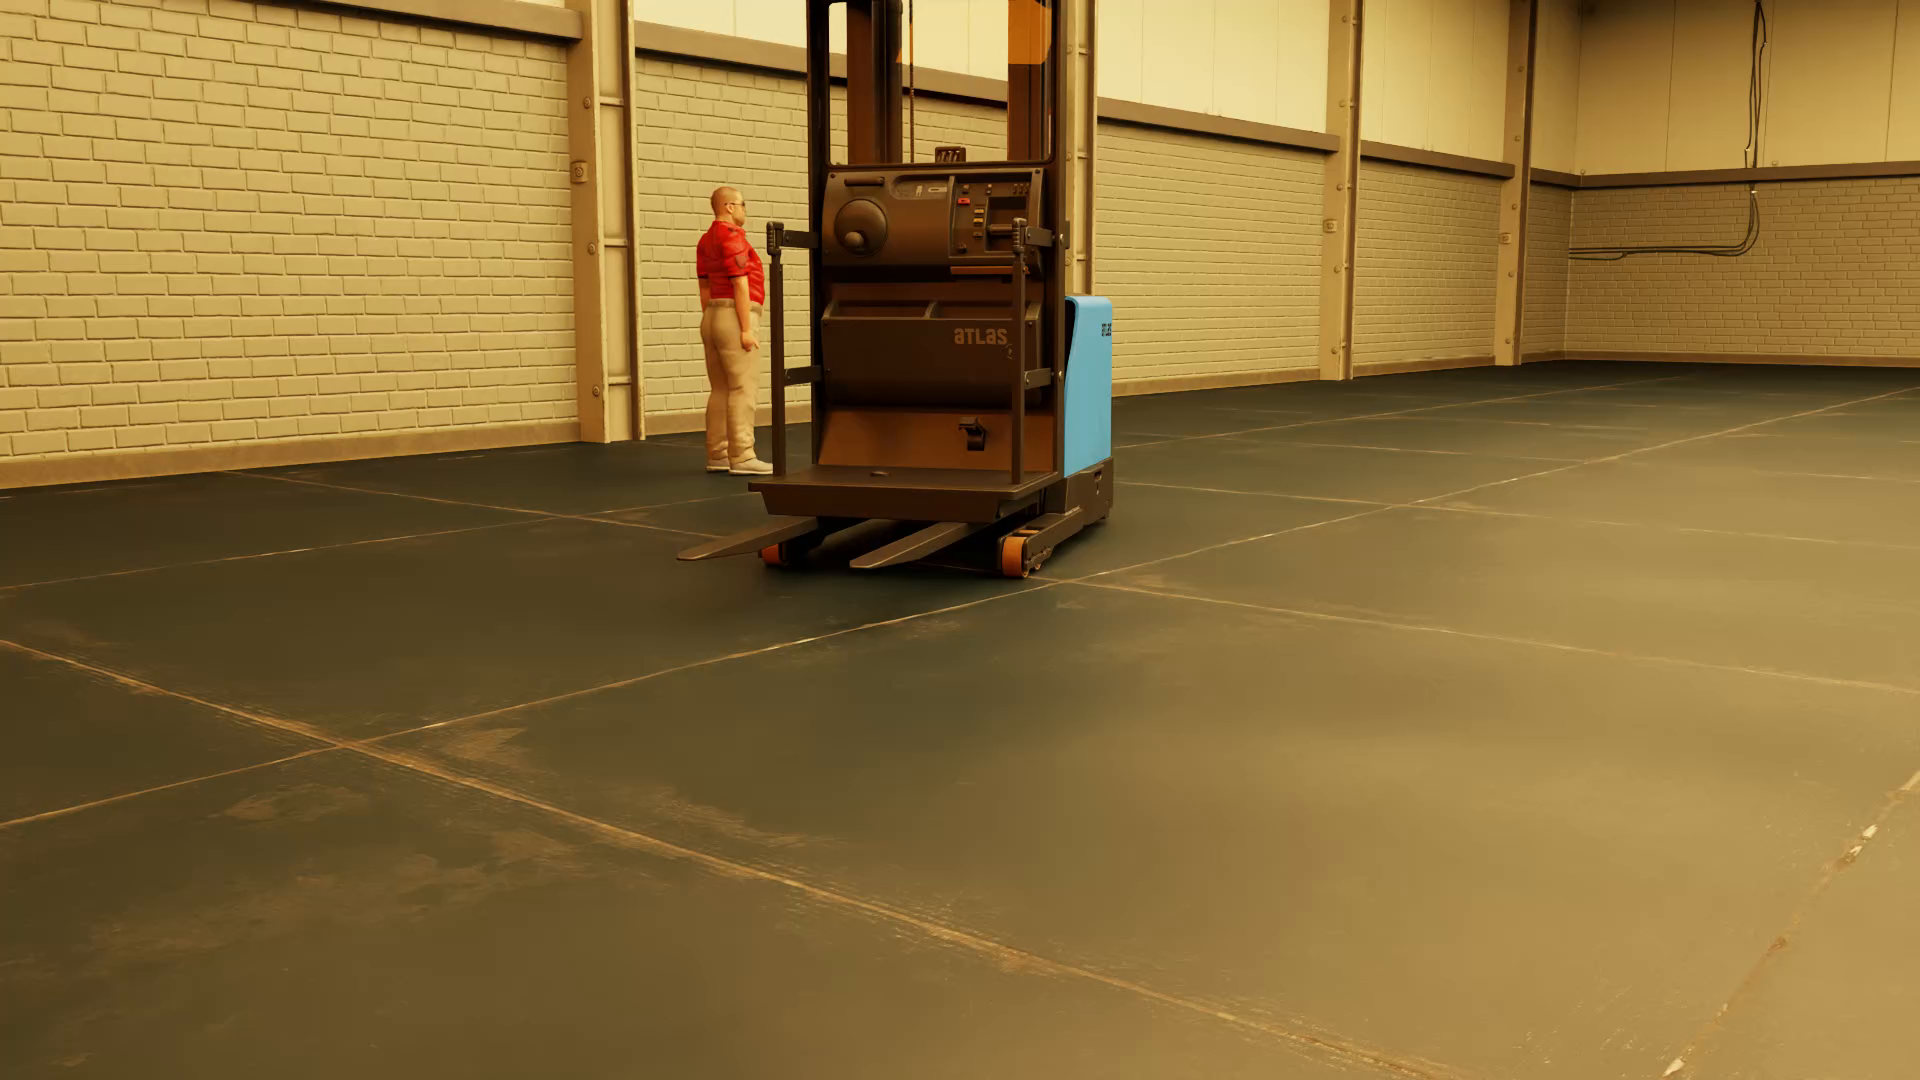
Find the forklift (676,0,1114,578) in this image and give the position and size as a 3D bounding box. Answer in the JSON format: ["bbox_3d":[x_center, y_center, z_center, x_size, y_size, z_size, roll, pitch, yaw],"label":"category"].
[{"bbox_3d":[-0.176,-1.366,6.616,1.130,2.935,3.031,3,9,17],"label":"forklift"}]

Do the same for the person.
[{"bbox_3d":[-1.370,-1.270,10.128,0.380,1.729,0.523,-6,10,-35],"label":"person"}]
